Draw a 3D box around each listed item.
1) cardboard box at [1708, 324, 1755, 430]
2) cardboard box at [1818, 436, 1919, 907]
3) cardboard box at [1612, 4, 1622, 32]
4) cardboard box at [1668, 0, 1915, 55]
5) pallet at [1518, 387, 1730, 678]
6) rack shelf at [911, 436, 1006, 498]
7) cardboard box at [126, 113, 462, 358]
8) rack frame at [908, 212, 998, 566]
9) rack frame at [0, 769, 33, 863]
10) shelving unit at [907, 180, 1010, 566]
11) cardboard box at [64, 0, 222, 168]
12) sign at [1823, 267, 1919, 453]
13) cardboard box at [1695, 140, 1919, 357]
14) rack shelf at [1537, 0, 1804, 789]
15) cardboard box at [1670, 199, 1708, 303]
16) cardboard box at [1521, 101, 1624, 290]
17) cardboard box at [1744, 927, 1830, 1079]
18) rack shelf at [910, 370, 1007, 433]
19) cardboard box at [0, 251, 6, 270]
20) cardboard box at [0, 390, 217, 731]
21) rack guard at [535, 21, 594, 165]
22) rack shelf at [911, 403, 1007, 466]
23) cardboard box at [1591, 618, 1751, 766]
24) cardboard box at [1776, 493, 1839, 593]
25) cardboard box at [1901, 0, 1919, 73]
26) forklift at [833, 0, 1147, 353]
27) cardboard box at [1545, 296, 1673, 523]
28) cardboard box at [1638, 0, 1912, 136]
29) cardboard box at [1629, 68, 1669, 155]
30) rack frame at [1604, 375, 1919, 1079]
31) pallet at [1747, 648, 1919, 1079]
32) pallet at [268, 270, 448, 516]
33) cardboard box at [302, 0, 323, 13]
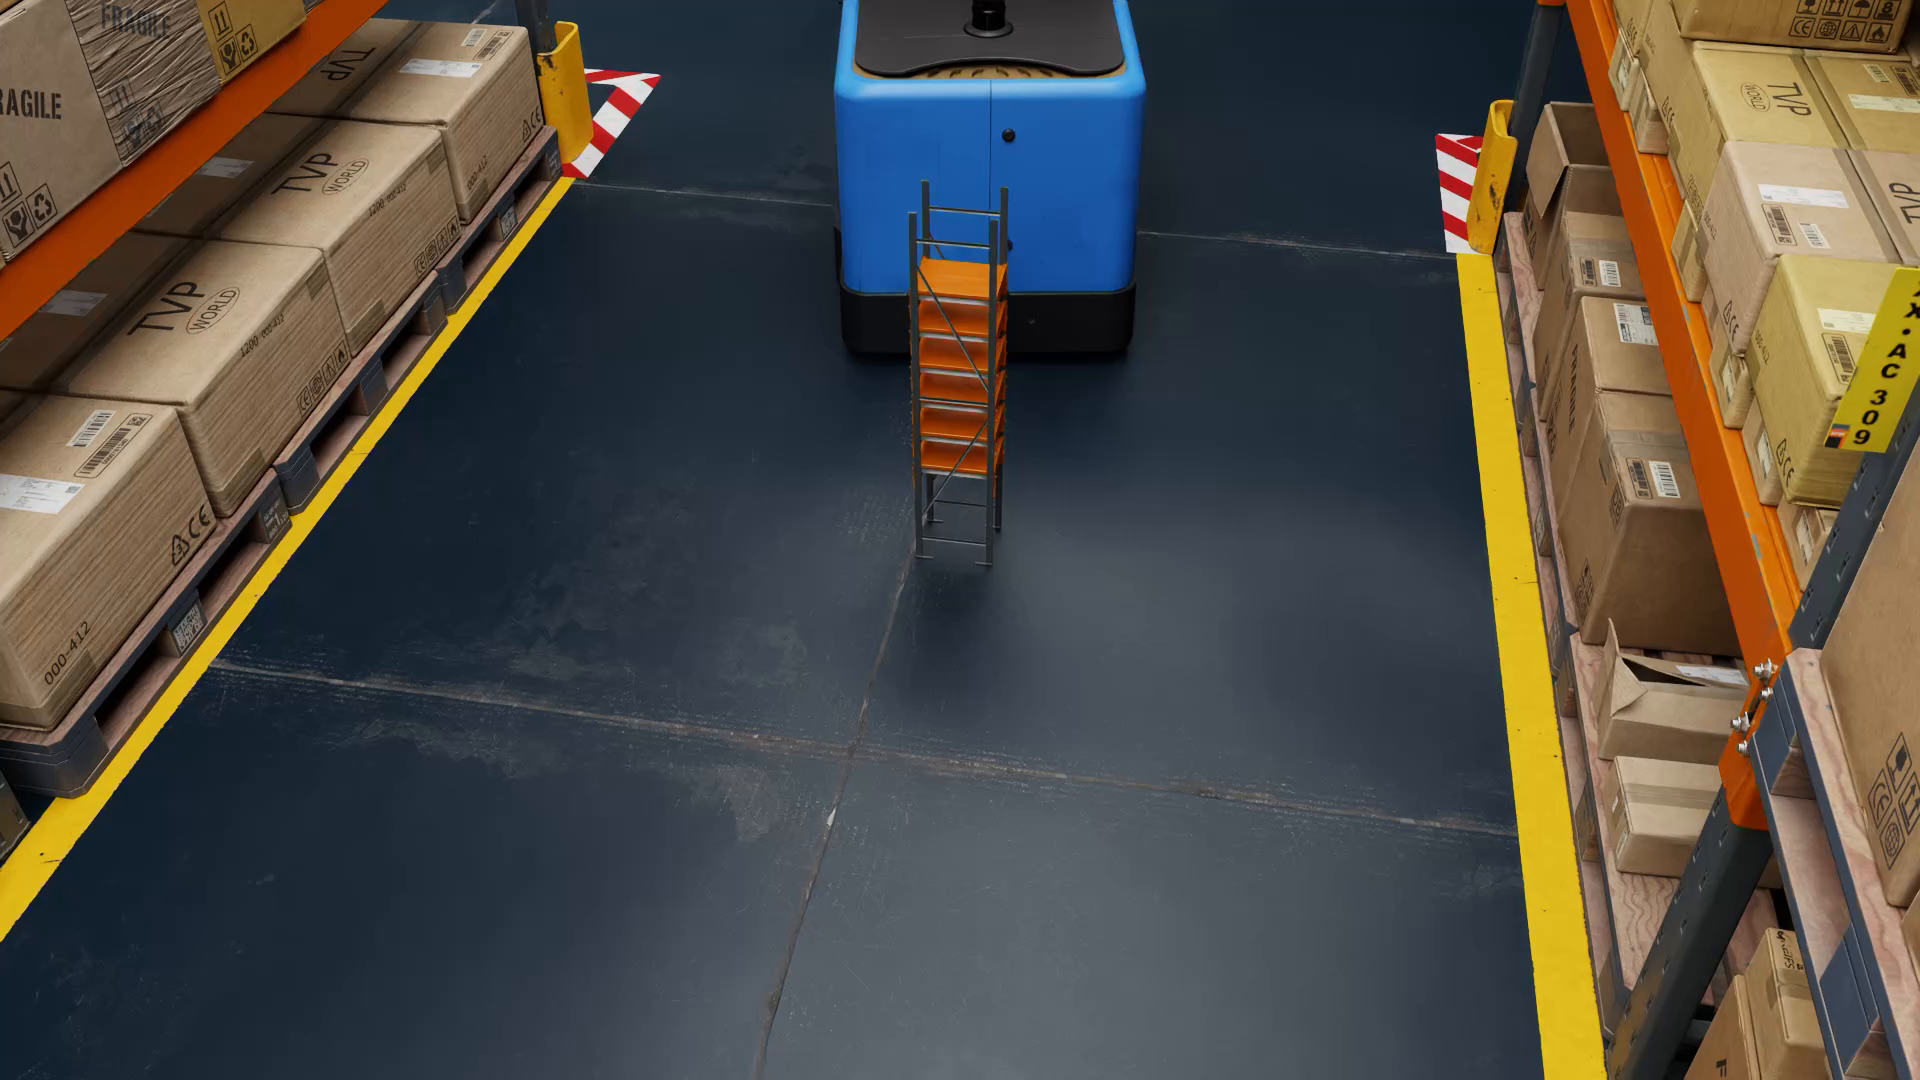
[{"bbox_3d":[1.813,-0.344,3.509,0.380,0.149,0.250,7,40,9],"label":"cardboard box"},{"bbox_3d":[1.658,0.198,2.249,0.700,0.500,0.500,7,40,9],"label":"cardboard box"},{"bbox_3d":[2.213,-1.633,5.068,0.380,0.149,0.250,8,40,9],"label":"cardboard box"},{"bbox_3d":[2.051,-1.541,4.055,0.500,0.500,0.500,7,40,9],"label":"cardboard box"},{"bbox_3d":[2.291,-0.005,5.090,1.003,0.211,1.213,6,40,8],"label":"pallet"},{"bbox_3d":[-0.003,-0.234,5.038,0.258,0.103,0.180,6,40,8],"label":"rack shelf"},{"bbox_3d":[-2.401,-1.110,5.920,0.875,0.438,0.875,7,40,9],"label":"cardboard box"},{"bbox_3d":[-0.018,-0.396,4.787,0.240,1.200,0.006,6,40,8],"label":"rack frame"},{"bbox_3d":[-2.928,-0.426,3.411,1.000,3.000,0.127,6,40,8],"label":"rack frame"},{"bbox_3d":[-0.002,-0.453,4.857,0.258,1.200,0.189,6,40,8],"label":"shelving unit"},{"bbox_3d":[-2.405,-1.357,4.458,0.500,0.500,0.500,7,40,8],"label":"cardboard box"},{"bbox_3d":[1.426,-0.269,2.543,0.100,0.325,0.005,6,40,8],"label":"sign"},{"bbox_3d":[1.882,-0.600,3.506,0.500,0.250,0.500,7,40,8],"label":"cardboard box"},{"bbox_3d":[2.308,-0.859,4.499,1.077,0.370,4.000,6,40,8],"label":"rack shelf"},{"bbox_3d":[1.902,-0.669,3.902,0.380,0.149,0.250,6,40,7],"label":"cardboard box"},{"bbox_3d":[2.455,-1.218,5.998,0.797,0.503,0.637,5,40,6],"label":"cardboard box"},{"bbox_3d":[1.638,0.866,2.971,0.380,0.149,0.250,8,40,10],"label":"cardboard box"},{"bbox_3d":[-0.002,-0.419,4.885,0.258,0.103,0.180,6,40,8],"label":"rack shelf"},{"bbox_3d":[-2.588,-0.730,3.700,0.500,0.500,0.500,8,40,9],"label":"cardboard box"},{"bbox_3d":[-2.713,0.018,4.556,0.875,0.438,0.875,6,40,7],"label":"cardboard box"},{"bbox_3d":[-2.231,-1.988,7.262,1.175,0.500,0.348,6,40,8],"label":"rack guard"},{"bbox_3d":[-0.002,-0.327,4.961,0.258,0.103,0.180,6,40,8],"label":"rack shelf"},{"bbox_3d":[1.831,0.405,4.222,0.396,0.266,0.258,8,40,9],"label":"cardboard box"},{"bbox_3d":[1.768,-0.012,3.108,0.380,0.149,0.250,7,40,8],"label":"cardboard box"},{"bbox_3d":[2.564,-1.168,4.193,0.500,0.250,0.500,6,40,8],"label":"cardboard box"},{"bbox_3d":[0.082,-2.710,6.227,1.130,2.935,3.031,0,40,-1],"label":"forklift"},{"bbox_3d":[2.079,-0.363,4.968,0.500,0.500,0.500,7,40,8],"label":"cardboard box"},{"bbox_3d":[2.071,-1.235,4.274,0.500,0.250,0.500,5,40,7],"label":"cardboard box"},{"bbox_3d":[2.030,-1.148,4.481,0.380,0.149,0.250,7,40,9],"label":"cardboard box"},{"bbox_3d":[1.962,0.119,2.752,1.000,3.000,0.127,6,40,8],"label":"rack frame"},{"bbox_3d":[1.716,0.683,2.221,1.003,0.211,1.213,6,40,8],"label":"pallet"},{"bbox_3d":[-2.510,-0.588,5.795,1.003,0.211,1.213,6,40,8],"label":"pallet"},{"bbox_3d":[-2.239,-2.006,5.243,0.500,0.500,0.500,7,40,9],"label":"cardboard box"}]
